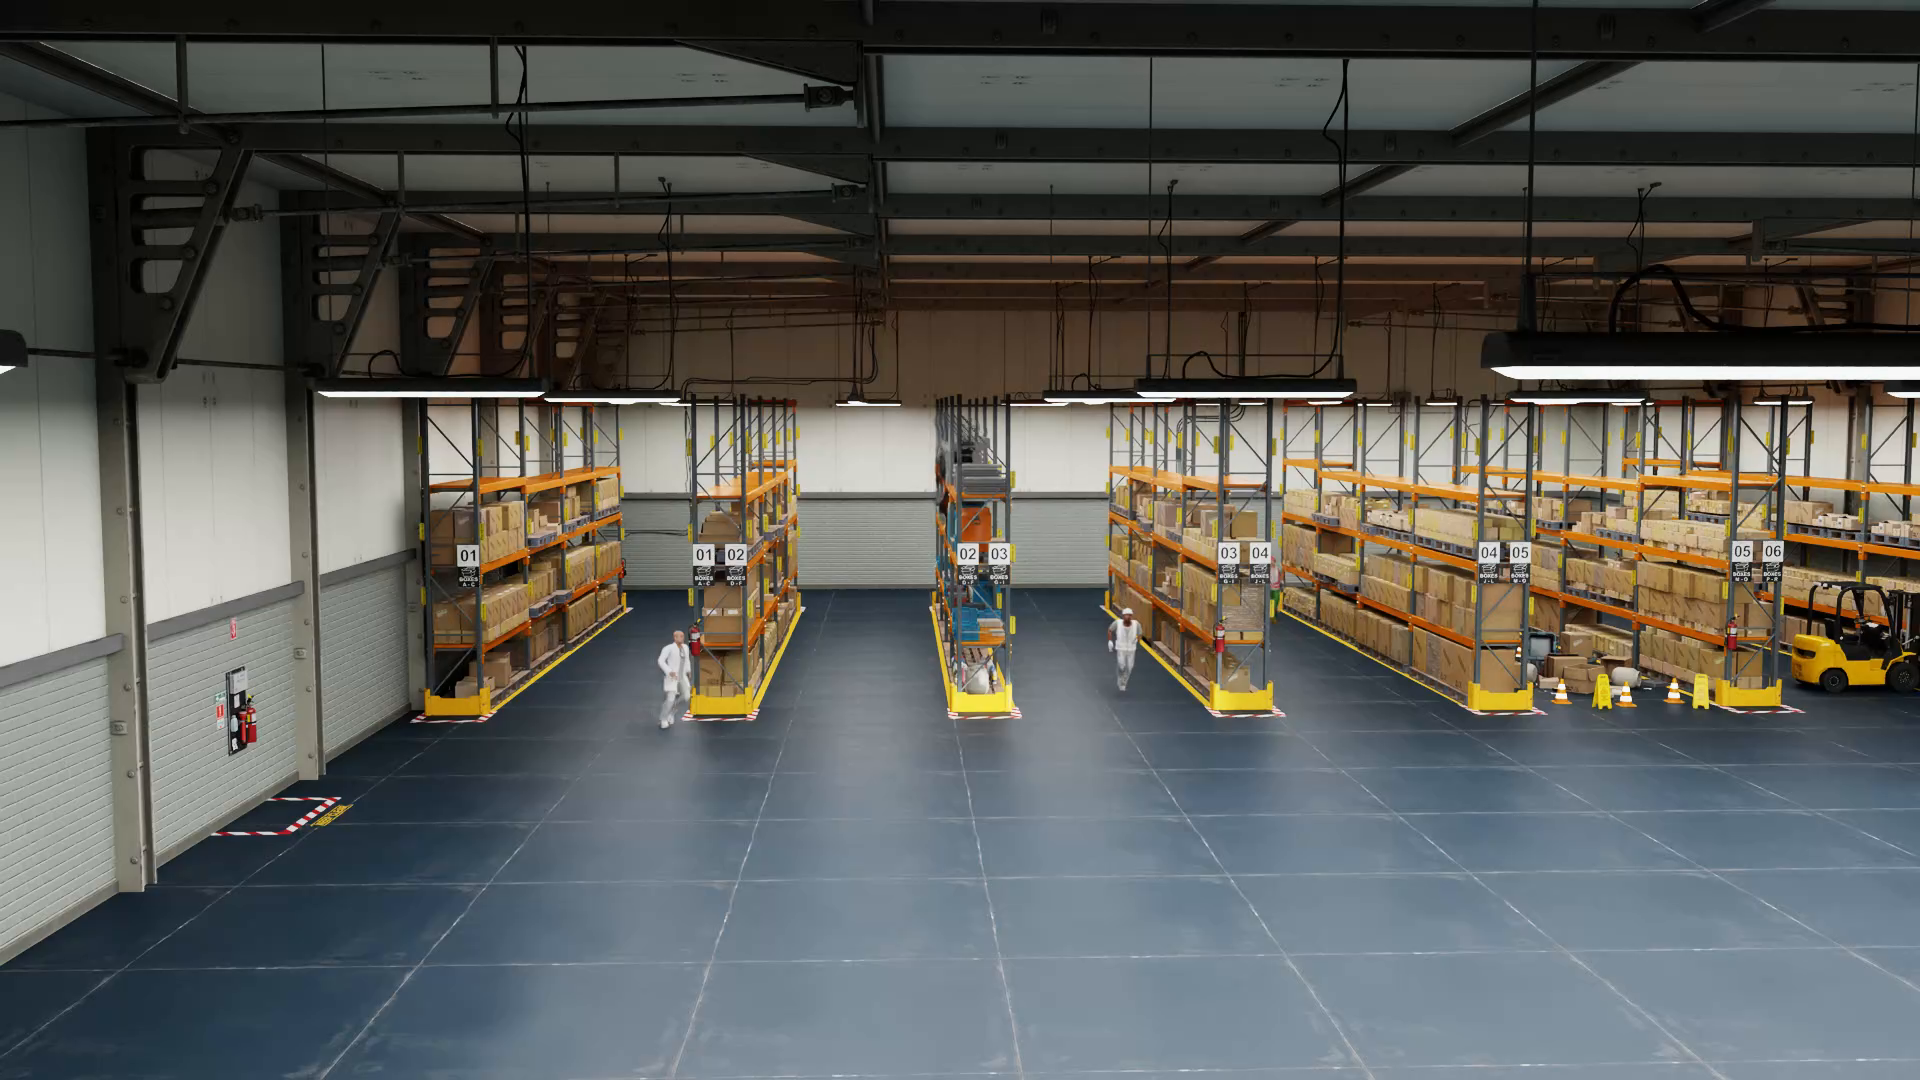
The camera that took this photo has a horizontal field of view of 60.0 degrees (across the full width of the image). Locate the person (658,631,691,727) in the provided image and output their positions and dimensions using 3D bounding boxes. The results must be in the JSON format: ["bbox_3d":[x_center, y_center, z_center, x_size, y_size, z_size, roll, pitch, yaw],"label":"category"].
[{"bbox_3d":[-5.104,2.545,30.069,0.570,1.623,0.773,4,6,45],"label":"person"}]

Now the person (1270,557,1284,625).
[{"bbox_3d":[8.356,1.333,44.552,0.667,1.786,0.956,0,5,-5],"label":"person"}]

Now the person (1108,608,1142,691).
[{"bbox_3d":[3.321,2.199,33.246,0.639,1.697,0.728,-1,5,-9],"label":"person"}]

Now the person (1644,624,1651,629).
[{"bbox_3d":[16.714,1.734,39.933,0.639,1.690,0.911,0,4,-1],"label":"person"}]
